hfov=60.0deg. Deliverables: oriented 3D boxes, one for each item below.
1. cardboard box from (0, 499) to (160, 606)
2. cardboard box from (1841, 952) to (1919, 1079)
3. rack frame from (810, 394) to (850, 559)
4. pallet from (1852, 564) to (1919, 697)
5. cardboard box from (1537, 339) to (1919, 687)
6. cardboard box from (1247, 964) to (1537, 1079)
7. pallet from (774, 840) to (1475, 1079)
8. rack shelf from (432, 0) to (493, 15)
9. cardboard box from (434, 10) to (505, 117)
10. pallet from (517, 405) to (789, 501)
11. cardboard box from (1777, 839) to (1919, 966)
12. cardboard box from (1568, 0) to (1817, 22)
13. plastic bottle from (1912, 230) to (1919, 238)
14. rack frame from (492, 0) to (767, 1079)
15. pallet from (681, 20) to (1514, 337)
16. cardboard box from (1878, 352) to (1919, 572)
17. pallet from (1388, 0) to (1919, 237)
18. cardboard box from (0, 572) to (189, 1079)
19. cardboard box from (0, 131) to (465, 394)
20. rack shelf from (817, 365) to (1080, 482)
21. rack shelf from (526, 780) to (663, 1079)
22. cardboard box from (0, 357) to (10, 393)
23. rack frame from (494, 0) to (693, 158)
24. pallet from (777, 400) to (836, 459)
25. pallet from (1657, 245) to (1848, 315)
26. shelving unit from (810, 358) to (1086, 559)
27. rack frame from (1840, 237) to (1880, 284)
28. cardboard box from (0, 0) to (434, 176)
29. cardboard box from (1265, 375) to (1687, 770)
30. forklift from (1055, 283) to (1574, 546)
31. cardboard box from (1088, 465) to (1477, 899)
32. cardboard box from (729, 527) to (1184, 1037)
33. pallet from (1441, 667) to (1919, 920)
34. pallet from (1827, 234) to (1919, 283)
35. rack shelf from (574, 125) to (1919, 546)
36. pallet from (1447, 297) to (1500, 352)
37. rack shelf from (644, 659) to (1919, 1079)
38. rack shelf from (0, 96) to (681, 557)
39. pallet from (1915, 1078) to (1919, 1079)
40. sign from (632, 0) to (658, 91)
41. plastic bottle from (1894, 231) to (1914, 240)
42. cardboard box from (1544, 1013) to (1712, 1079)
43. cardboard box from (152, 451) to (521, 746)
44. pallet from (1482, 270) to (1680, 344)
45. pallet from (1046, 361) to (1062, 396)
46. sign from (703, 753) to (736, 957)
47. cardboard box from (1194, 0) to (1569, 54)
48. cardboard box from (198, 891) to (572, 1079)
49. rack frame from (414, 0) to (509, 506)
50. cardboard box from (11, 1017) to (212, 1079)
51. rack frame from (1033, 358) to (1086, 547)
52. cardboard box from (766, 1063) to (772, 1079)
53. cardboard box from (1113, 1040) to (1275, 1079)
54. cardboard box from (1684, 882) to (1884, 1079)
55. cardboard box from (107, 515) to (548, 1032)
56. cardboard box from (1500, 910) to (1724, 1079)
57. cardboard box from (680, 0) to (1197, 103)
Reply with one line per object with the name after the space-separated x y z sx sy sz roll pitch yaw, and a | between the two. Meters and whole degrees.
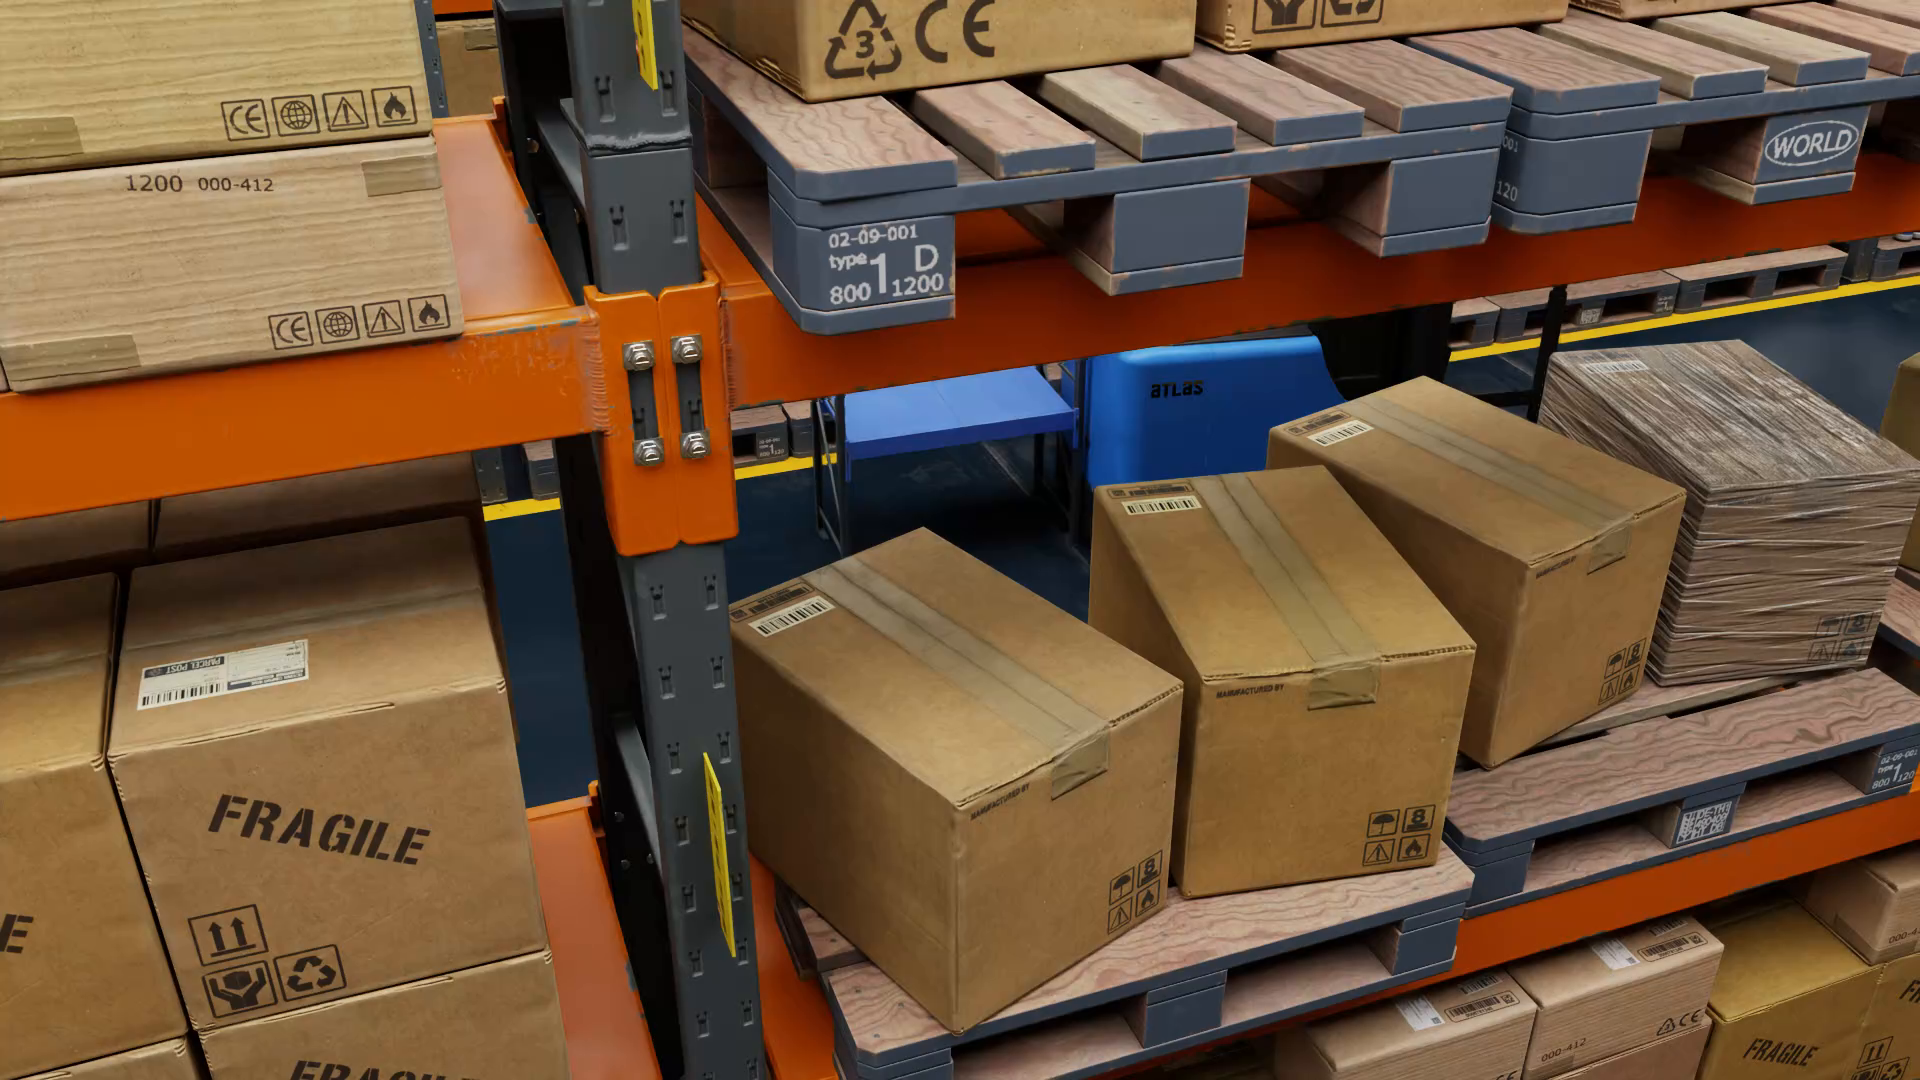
-1.583 0.165 2.820 0.500 0.500 0.500 -11 32 -19 | cardboard box
2.395 1.077 4.410 0.500 0.500 0.500 -9 31 -16 | cardboard box
-0.544 -0.588 6.767 0.032 1.500 0.500 -9 31 -15 | rack frame
2.579 0.145 4.159 1.003 0.211 1.213 -10 31 -18 | pallet
1.715 -0.084 3.841 0.500 0.500 0.700 -5 30 -8 | cardboard box
0.916 1.029 3.738 0.500 0.250 0.500 -10 31 -18 | cardboard box
0.227 0.599 3.363 1.213 0.211 1.003 -10 31 -18 | pallet
-2.136 -4.027 12.015 4.000 0.370 1.077 -10 31 -18 | rack shelf
-3.417 -3.373 11.863 0.875 0.875 1.225 -10 31 -17 | cardboard box
-1.546 -0.599 8.087 1.213 0.211 1.003 -10 31 -18 | pallet
2.343 0.763 4.204 0.500 0.250 0.500 -9 31 -16 | cardboard box
1.187 -1.255 2.765 0.600 0.600 0.600 -12 32 -20 | cardboard box
5.761 -1.922 9.975 0.097 0.201 0.097 0 30 0 | plastic bottle
-0.560 0.602 3.162 0.127 3.000 1.000 -10 31 -18 | rack frame
0.076 -0.699 2.607 1.003 0.211 1.213 -10 31 -18 | pallet
2.638 -0.153 3.963 0.500 0.500 0.700 -22 37 -34 | cardboard box
1.047 -0.880 2.924 1.003 0.211 1.213 -10 31 -18 | pallet
-1.422 0.422 2.369 0.500 0.500 0.500 -11 31 -19 | cardboard box
-0.923 -0.428 2.093 0.500 0.250 0.500 -10 31 -18 | cardboard box
-0.060 -0.508 6.990 1.000 0.185 0.538 -9 31 -15 | rack shelf
-2.434 1.260 2.735 4.000 0.370 1.077 -10 31 -18 | rack shelf
-1.395 -0.347 1.950 0.500 0.250 0.500 -10 31 -18 | cardboard box
-0.560 -2.004 1.677 0.127 3.000 1.000 -10 31 -18 | rack frame
-0.400 -0.811 8.460 1.213 0.211 1.003 -10 31 -18 | pallet
4.492 -1.712 10.042 1.213 0.211 1.003 -10 31 -18 | pallet
-0.060 -0.664 6.901 1.048 1.500 0.538 -9 31 -15 | shelving unit
5.215 -3.077 9.621 0.127 3.000 1.000 -10 31 -18 | rack frame
-0.921 -0.643 1.965 0.500 0.250 0.500 -10 31 -18 | cardboard box
1.075 0.043 3.619 0.500 0.500 0.700 -19 35 -30 | cardboard box
2.005 -1.424 6.789 3.031 2.935 1.130 -5 30 -9 | forklift
0.585 0.250 3.255 0.500 0.500 0.700 -6 30 -10 | cardboard box
-0.038 0.399 2.995 0.500 0.500 0.700 -22 37 -34 | cardboard box
1.368 0.333 3.829 1.213 0.211 1.003 -10 31 -18 | pallet
5.859 -1.962 10.481 1.213 0.211 1.003 -10 31 -18 | pallet
1.315 -0.734 3.204 4.000 0.370 1.077 -10 31 -18 | rack shelf
2.205 -1.291 9.303 1.213 0.211 1.003 -10 31 -18 | pallet
1.315 0.570 3.946 4.000 0.370 1.077 -10 31 -18 | rack shelf
-2.434 -0.043 1.992 4.000 0.370 1.077 -10 31 -18 | rack shelf
2.476 1.235 4.869 1.213 0.211 1.003 -10 31 -18 | pallet
-0.363 -0.675 1.852 0.005 0.325 0.100 -10 31 -18 | sign
5.666 -1.935 9.927 0.097 0.271 0.097 0 30 0 | plastic bottle
1.420 1.260 4.089 0.500 0.500 0.500 -12 32 -19 | cardboard box
-1.099 0.075 2.977 0.500 0.500 0.500 -10 31 -16 | cardboard box
3.347 -1.500 9.669 1.213 0.211 1.003 -10 31 -18 | pallet
0.741 -1.020 8.827 1.213 0.211 1.003 -10 31 -18 | pallet
-0.363 0.477 2.509 0.005 0.325 0.100 -10 31 -18 | sign
0.557 -1.149 2.580 0.600 0.600 0.600 -11 31 -18 | cardboard box
-0.939 0.764 2.777 0.500 0.500 0.500 -10 31 -17 | cardboard box
-2.283 -1.696 7.197 0.127 3.000 1.000 -10 31 -18 | rack frame
-1.421 0.854 2.620 0.500 0.500 0.500 -10 31 -16 | cardboard box
0.424 -0.741 7.036 0.032 1.500 0.500 -9 31 -15 | rack frame
-0.197 1.279 4.055 0.500 0.500 0.500 -11 31 -18 | cardboard box
0.475 1.430 3.791 0.500 0.500 0.500 -10 31 -17 | cardboard box
1.910 1.166 4.253 0.500 0.500 0.500 -12 32 -19 | cardboard box
-0.943 0.332 2.526 0.500 0.500 0.500 -10 31 -17 | cardboard box
1.386 0.942 3.890 0.500 0.250 0.500 -11 31 -19 | cardboard box
-0.062 -1.023 2.359 0.600 0.600 0.600 -14 32 -22 | cardboard box
